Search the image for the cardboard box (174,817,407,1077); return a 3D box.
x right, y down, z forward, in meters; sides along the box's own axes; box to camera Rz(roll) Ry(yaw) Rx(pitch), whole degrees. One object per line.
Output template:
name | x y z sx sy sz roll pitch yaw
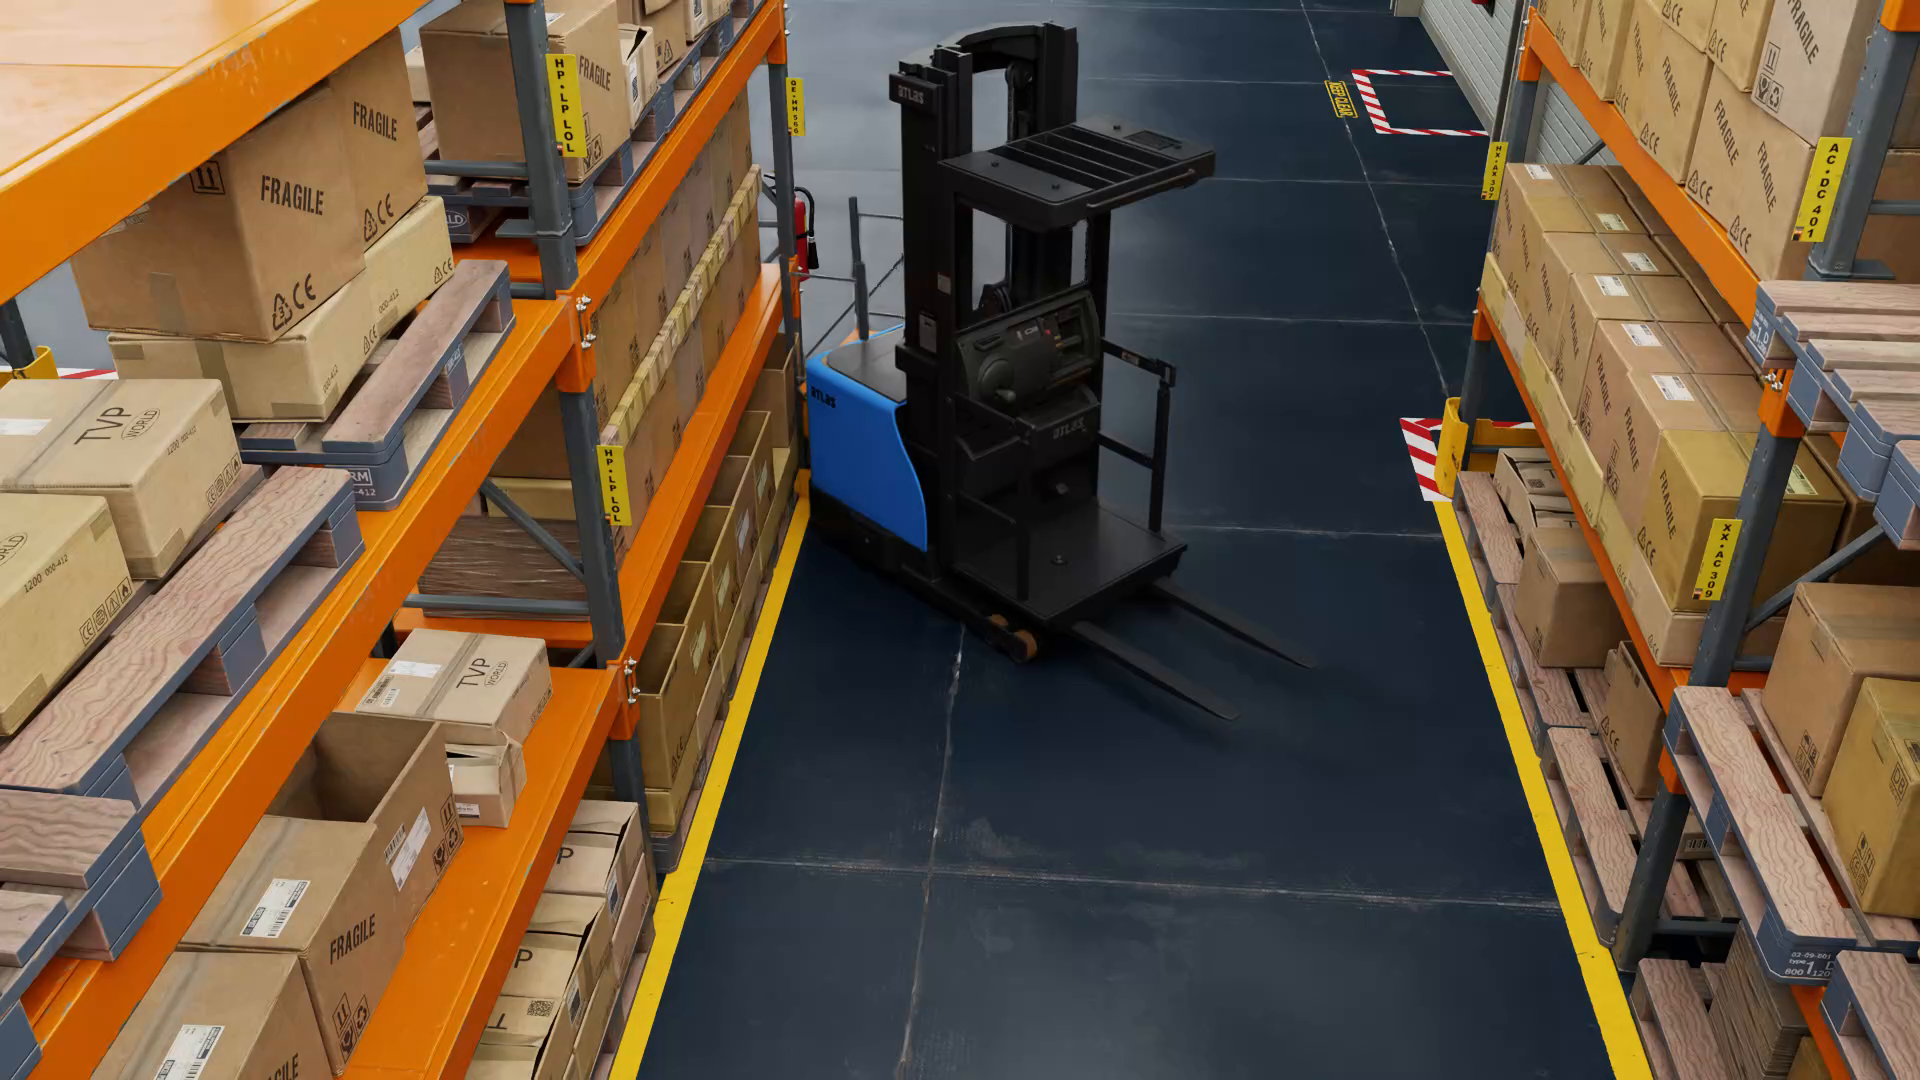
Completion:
cardboard box | -1.945 1.144 4.720 0.500 0.500 0.500 3 32 4

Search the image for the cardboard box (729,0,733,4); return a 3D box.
cardboard box | -1.288 -2.682 7.773 0.500 0.250 0.500 2 32 4

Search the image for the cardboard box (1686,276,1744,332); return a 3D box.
cardboard box | 3.524 -0.846 7.453 0.500 0.500 0.500 3 32 5

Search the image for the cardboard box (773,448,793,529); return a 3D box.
cardboard box | -1.235 -0.297 9.373 0.500 0.250 0.500 2 32 4

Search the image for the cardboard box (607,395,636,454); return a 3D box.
cardboard box | -1.528 -0.469 6.719 0.380 0.149 0.250 2 32 3

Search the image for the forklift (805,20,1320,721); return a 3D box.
forklift | 0.499 -0.923 8.234 1.130 2.935 3.031 -25 40 -35

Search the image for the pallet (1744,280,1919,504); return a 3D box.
pallet | 2.998 -0.421 4.675 1.213 0.211 1.003 2 32 4

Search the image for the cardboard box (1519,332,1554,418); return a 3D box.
cardboard box | 3.049 -0.799 8.091 0.500 0.250 0.500 2 32 3

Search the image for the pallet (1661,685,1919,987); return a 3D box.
pallet | 2.947 0.933 5.341 1.003 0.211 1.213 2 32 4

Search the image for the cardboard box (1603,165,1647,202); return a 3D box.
cardboard box | 3.654 -1.642 8.745 0.500 0.500 0.500 2 32 3

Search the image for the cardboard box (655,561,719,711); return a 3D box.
cardboard box | -1.400 0.430 7.480 0.500 0.500 0.500 2 32 4

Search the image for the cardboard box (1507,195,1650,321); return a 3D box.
cardboard box | 3.092 -1.403 8.357 0.500 0.500 0.500 3 32 4

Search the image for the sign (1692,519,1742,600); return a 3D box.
sign | 2.613 0.070 5.733 0.100 0.325 0.005 2 32 4

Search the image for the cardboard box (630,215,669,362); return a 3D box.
cardboard box | -1.672 -1.105 7.133 0.700 0.500 0.500 2 32 4

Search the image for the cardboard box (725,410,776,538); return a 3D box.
cardboard box | -1.271 -0.354 8.752 0.500 0.500 0.500 2 32 4

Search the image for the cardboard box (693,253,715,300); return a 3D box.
cardboard box | -1.403 -1.277 8.030 0.380 0.149 0.250 3 32 5

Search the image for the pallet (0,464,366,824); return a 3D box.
pallet | -2.054 0.199 3.669 1.003 0.211 1.213 4 32 6

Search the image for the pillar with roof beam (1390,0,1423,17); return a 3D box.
pillar with roof beam | 0.972 -10.244 17.575 9.100 9.000 0.400 2 32 4

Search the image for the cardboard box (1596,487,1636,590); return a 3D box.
cardboard box | 2.940 -0.008 6.808 0.500 0.250 0.500 3 32 4

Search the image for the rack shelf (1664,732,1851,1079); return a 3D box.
rack shelf | 2.992 1.810 4.420 1.077 0.370 4.000 2 32 4

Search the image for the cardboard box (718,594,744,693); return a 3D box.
cardboard box | -1.351 0.488 8.100 0.500 0.250 0.500 2 32 4

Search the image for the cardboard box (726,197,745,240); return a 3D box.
cardboard box | -1.339 -1.684 8.690 0.380 0.149 0.250 2 32 3

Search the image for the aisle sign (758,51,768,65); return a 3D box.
aisle sign | -1.159 -2.972 9.016 0.394 0.787 0.004 2 32 4

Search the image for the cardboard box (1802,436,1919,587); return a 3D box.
cardboard box | 3.401 -0.043 6.150 0.500 0.500 0.500 2 32 3

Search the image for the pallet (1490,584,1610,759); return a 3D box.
pallet | 3.271 0.652 8.271 1.003 0.211 1.213 2 32 4

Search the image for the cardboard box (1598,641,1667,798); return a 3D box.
cardboard box | 3.199 0.790 7.352 0.500 0.500 0.500 0 32 0

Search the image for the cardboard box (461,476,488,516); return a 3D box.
cardboard box | -1.974 -0.222 6.318 0.380 0.149 0.250 2 32 4

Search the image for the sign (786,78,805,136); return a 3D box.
sign | -0.918 -2.407 9.248 0.100 0.325 0.005 2 32 4

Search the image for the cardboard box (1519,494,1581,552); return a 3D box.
cardboard box | 3.288 -0.021 8.848 0.500 0.311 0.500 5 32 8

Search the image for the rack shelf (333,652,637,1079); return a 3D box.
rack shelf | -1.946 1.600 4.761 1.077 0.370 4.000 2 32 4

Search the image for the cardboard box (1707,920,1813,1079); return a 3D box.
cardboard box | 3.111 1.720 5.843 0.700 0.500 0.500 3 32 6

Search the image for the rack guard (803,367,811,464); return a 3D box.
rack guard | -1.455 -0.792 10.339 1.175 0.500 0.348 2 32 4

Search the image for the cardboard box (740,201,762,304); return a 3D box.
cardboard box | -1.508 -1.643 9.241 0.700 0.500 0.500 2 32 4

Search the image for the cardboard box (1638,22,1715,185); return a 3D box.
cardboard box | 3.010 -1.700 6.457 0.500 0.500 0.500 1 32 2

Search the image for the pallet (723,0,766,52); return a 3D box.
pallet | -1.541 -2.714 8.301 1.003 0.211 1.213 2 32 4

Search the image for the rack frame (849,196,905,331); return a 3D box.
rack frame | -0.412 -1.393 10.362 0.500 1.500 0.032 9 32 17

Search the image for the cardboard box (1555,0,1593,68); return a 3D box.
cardboard box | 3.125 -2.519 7.785 0.500 0.500 0.500 4 32 7

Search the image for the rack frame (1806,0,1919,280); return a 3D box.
rack frame | 3.155 -2.096 4.355 1.000 3.000 0.127 2 32 4

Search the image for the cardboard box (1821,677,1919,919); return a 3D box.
cardboard box | 3.026 0.784 4.884 0.700 0.500 0.500 6 32 9

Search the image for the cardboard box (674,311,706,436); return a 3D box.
cardboard box | -1.631 -0.833 7.928 0.700 0.500 0.500 3 32 5

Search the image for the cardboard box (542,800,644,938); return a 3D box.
cardboard box | -1.530 1.225 6.369 0.500 0.311 0.500 2 32 4

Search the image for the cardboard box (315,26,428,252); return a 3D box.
cardboard box | -1.873 -1.142 4.694 0.500 0.500 0.500 3 32 5

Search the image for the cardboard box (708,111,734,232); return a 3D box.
cardboard box | -1.550 -1.892 8.410 0.700 0.500 0.500 2 32 3

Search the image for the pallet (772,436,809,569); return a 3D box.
pallet | -1.478 -0.255 9.743 1.003 0.211 1.213 2 32 4

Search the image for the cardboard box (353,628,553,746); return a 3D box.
cardboard box | -1.780 0.571 5.887 0.500 0.250 0.500 4 32 7

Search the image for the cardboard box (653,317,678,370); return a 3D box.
cardboard box | -1.467 -0.877 7.381 0.380 0.149 0.250 2 32 3

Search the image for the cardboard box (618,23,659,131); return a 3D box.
cardboard box | -1.435 -1.764 6.226 0.500 0.311 0.500 1 32 1

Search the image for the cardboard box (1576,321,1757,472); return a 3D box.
cardboard box | 2.971 -0.591 7.039 0.500 0.500 0.500 2 32 3

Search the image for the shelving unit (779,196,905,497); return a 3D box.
shelving unit | -0.581 -1.141 9.942 0.587 1.500 1.083 9 32 17

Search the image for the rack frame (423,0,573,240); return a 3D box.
rack frame | -1.783 -2.306 4.695 1.000 3.000 0.127 2 32 4

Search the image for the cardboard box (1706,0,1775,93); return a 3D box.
cardboard box | 2.959 -1.858 5.760 0.500 0.500 0.500 4 32 7

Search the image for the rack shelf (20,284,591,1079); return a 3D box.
rack shelf | -1.946 0.323 3.974 1.077 0.370 4.000 2 32 4

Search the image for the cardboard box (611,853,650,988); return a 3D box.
cardboard box | -1.528 1.469 6.508 0.500 0.250 0.500 2 32 4

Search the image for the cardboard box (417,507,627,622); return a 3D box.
cardboard box | -1.753 -0.027 6.620 0.700 0.500 0.500 2 32 3

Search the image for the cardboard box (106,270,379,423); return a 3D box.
cardboard box | -1.885 -0.535 4.423 0.500 0.250 0.500 0 32 -1
